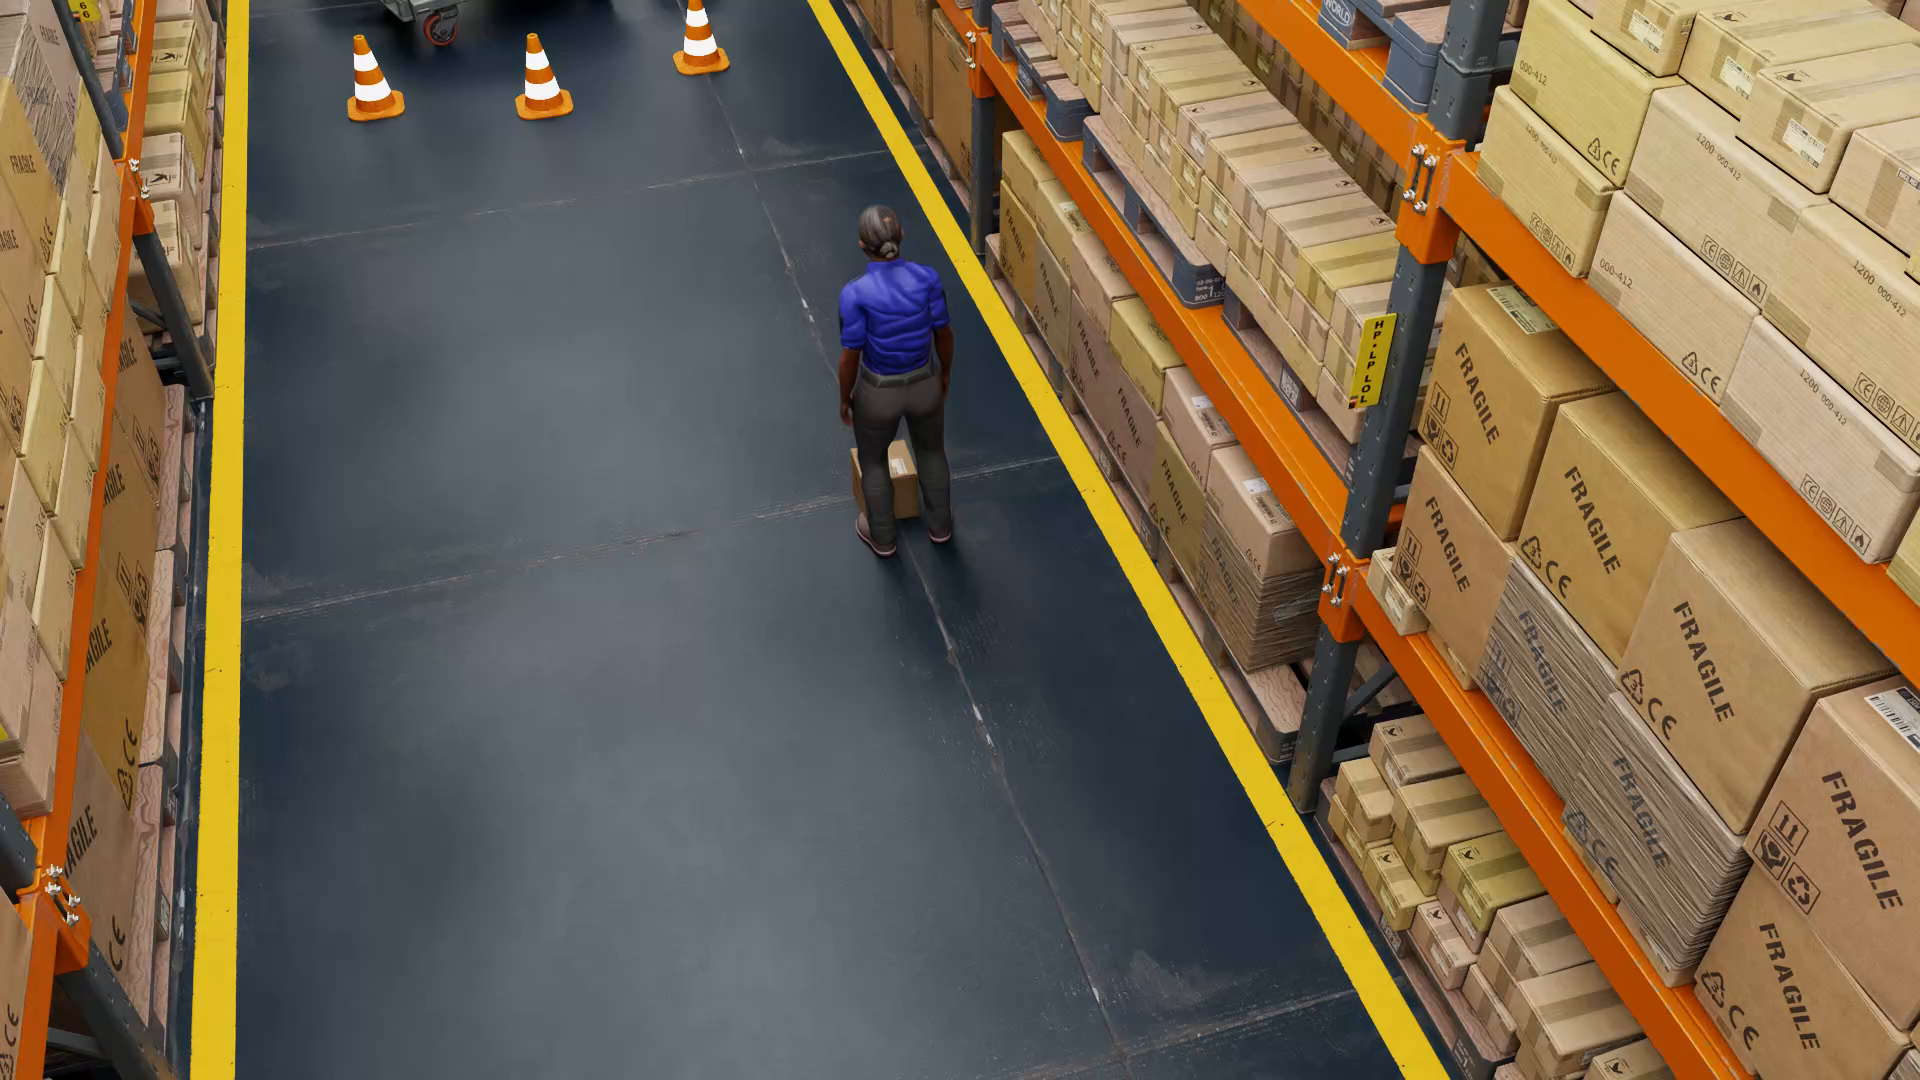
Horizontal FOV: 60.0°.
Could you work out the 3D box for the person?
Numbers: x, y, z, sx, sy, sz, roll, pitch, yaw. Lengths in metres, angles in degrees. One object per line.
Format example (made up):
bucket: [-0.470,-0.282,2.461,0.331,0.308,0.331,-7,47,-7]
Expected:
person: [-0.255,-0.628,6.851,0.521,1.653,0.348,-14,44,-15]
